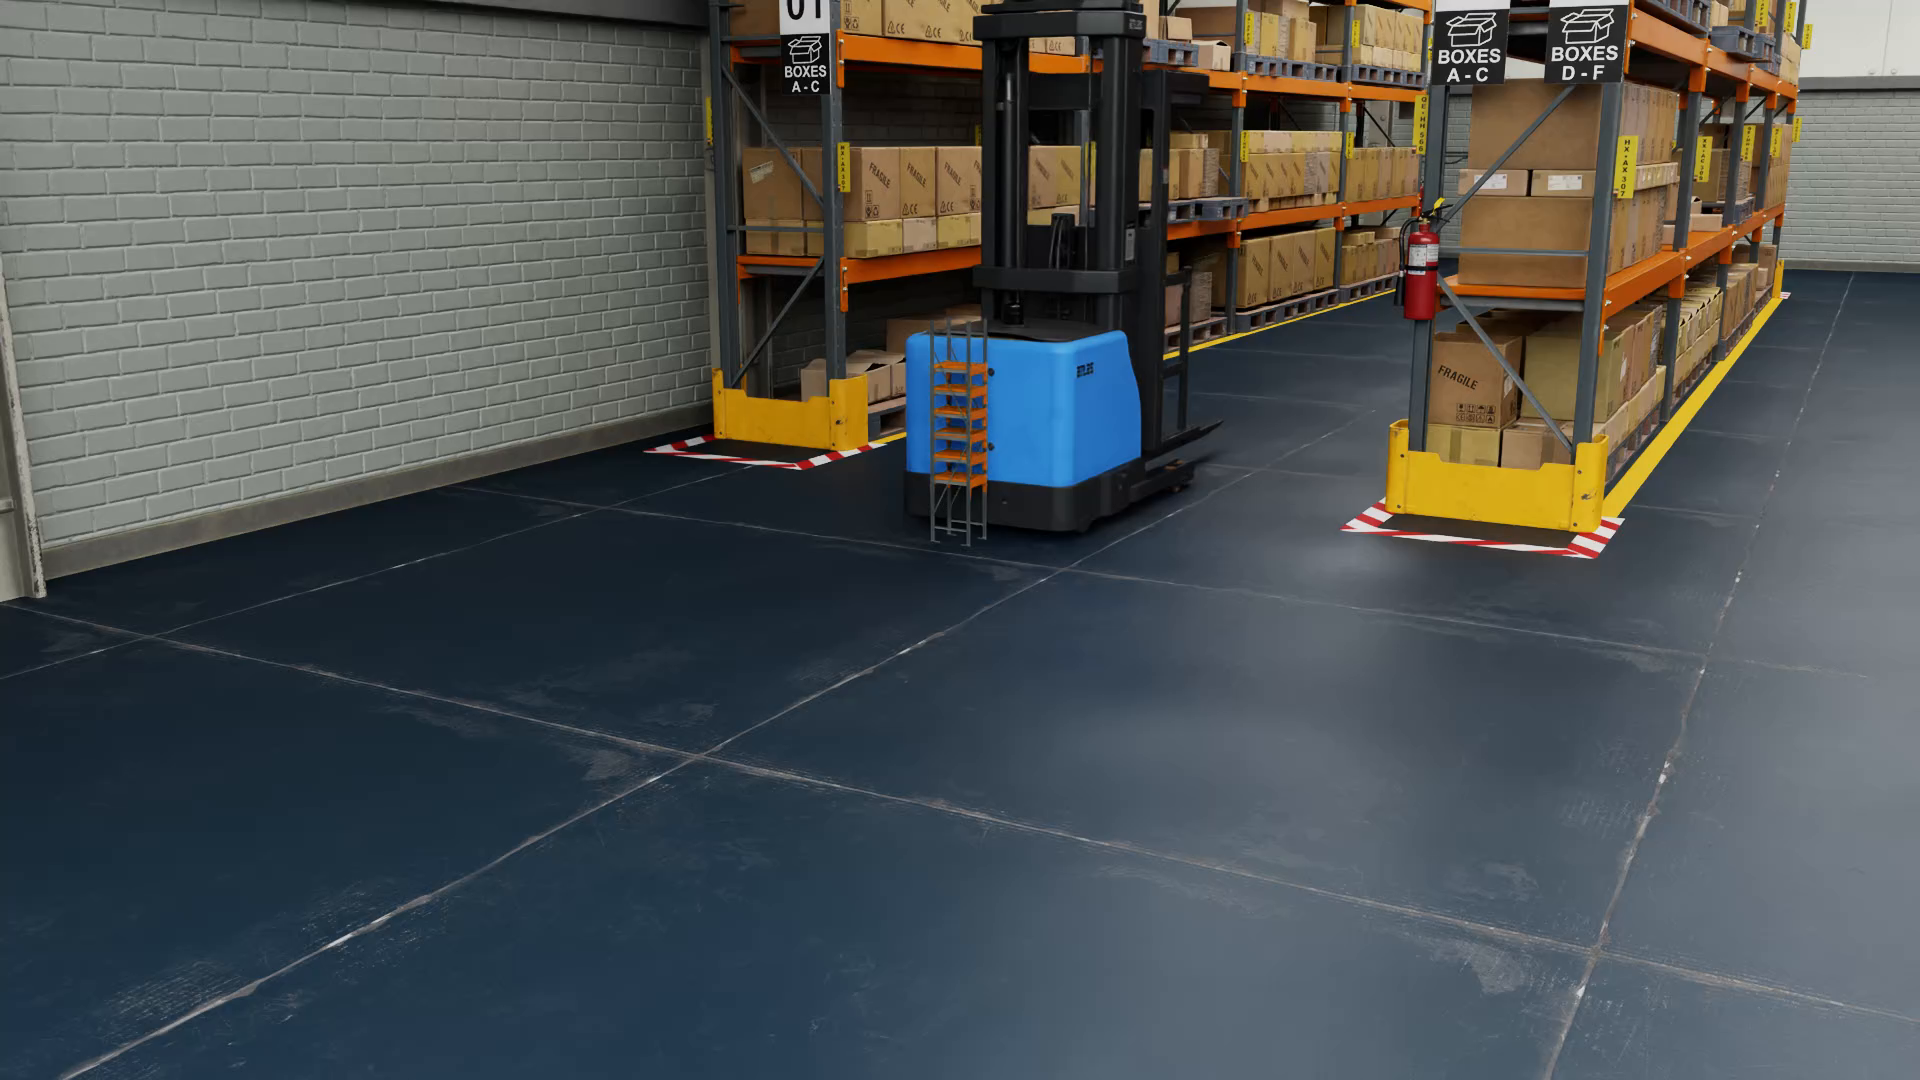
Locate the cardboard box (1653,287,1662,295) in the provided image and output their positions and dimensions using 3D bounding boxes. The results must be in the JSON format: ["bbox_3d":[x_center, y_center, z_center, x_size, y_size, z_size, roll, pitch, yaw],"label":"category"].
[{"bbox_3d":[6.432,-2.306,15.973,0.500,0.311,0.500,8,16,30],"label":"cardboard box"}]

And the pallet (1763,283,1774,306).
[{"bbox_3d":[10.389,-3.347,22.465,1.003,0.211,1.213,7,15,28],"label":"pallet"}]

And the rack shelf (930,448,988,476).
[{"bbox_3d":[-0.007,-0.420,8.919,0.258,0.103,0.180,7,15,28],"label":"rack shelf"}]

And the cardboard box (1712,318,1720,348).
[{"bbox_3d":[6.902,-1.972,15.785,0.500,0.250,0.500,8,16,29],"label":"cardboard box"}]

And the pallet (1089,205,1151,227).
[{"bbox_3d":[1.168,-3.027,15.599,1.003,0.211,1.213,7,15,28],"label":"pallet"}]

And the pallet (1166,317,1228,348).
[{"bbox_3d":[2.225,-2.285,18.061,1.003,0.211,1.213,7,15,28],"label":"pallet"}]

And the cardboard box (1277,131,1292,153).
[{"bbox_3d":[3.547,-4.646,19.412,0.500,0.250,0.500,7,15,28],"label":"cardboard box"}]

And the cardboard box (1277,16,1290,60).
[{"bbox_3d":[3.506,-5.957,19.790,0.700,0.500,0.500,7,15,28],"label":"cardboard box"}]

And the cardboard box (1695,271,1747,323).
[{"bbox_3d":[8.156,-2.618,17.888,0.500,0.500,0.500,7,15,26],"label":"cardboard box"}]

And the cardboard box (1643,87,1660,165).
[{"bbox_3d":[4.314,-2.801,11.269,0.700,0.500,0.500,7,15,28],"label":"cardboard box"}]

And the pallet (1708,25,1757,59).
[{"bbox_3d":[6.155,-4.228,14.172,1.003,0.211,1.213,8,16,31],"label":"pallet"}]

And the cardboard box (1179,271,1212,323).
[{"bbox_3d":[2.302,-2.646,18.003,0.700,0.500,0.500,8,16,29],"label":"cardboard box"}]

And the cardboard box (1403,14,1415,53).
[{"bbox_3d":[6.105,-7.162,23.552,0.500,0.500,0.500,8,16,30],"label":"cardboard box"}]

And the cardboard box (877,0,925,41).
[{"bbox_3d":[-0.591,-3.822,11.832,0.500,0.500,0.500,9,16,32],"label":"cardboard box"}]

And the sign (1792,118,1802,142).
[{"bbox_3d":[11.286,-5.531,22.431,0.100,0.325,0.005,7,15,28],"label":"sign"}]

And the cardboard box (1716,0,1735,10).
[{"bbox_3d":[7.159,-5.322,15.962,0.500,0.500,0.500,7,15,28],"label":"cardboard box"}]

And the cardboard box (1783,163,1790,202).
[{"bbox_3d":[10.832,-4.807,22.361,0.500,0.500,0.500,8,16,30],"label":"cardboard box"}]

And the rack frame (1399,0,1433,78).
[{"bbox_3d":[6.472,-8.359,24.504,1.000,3.000,0.127,7,15,28],"label":"rack frame"}]

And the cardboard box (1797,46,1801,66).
[{"bbox_3d":[10.785,-6.376,21.932,0.500,0.250,0.500,7,15,28],"label":"cardboard box"}]

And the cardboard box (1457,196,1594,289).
[{"bbox_3d":[3.312,-1.742,9.645,0.700,0.500,0.500,7,15,28],"label":"cardboard box"}]

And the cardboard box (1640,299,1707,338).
[{"bbox_3d":[6.169,-1.932,14.421,0.500,0.311,0.500,8,16,30],"label":"cardboard box"}]

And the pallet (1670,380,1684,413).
[{"bbox_3d":[5.331,-1.220,13.642,1.003,0.211,1.213,7,15,28],"label":"pallet"}]

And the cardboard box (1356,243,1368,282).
[{"bbox_3d":[5.235,-3.855,23.061,0.700,0.500,0.500,7,15,27],"label":"cardboard box"}]

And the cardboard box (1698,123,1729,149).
[{"bbox_3d":[8.894,-4.729,19.901,0.500,0.500,0.500,7,15,28],"label":"cardboard box"}]

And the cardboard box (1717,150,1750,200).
[{"bbox_3d":[7.758,-3.801,17.290,0.700,0.500,0.500,11,17,38],"label":"cardboard box"}]

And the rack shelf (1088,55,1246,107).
[{"bbox_3d":[1.638,-4.499,16.429,1.077,0.370,4.000,7,15,28],"label":"rack shelf"}]

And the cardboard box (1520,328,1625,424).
[{"bbox_3d":[3.769,-1.019,10.229,0.500,0.500,0.500,7,15,28],"label":"cardboard box"}]

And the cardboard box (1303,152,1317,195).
[{"bbox_3d":[4.047,-4.493,20.380,0.500,0.500,0.500,7,15,28],"label":"cardboard box"}]

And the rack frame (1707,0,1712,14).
[{"bbox_3d":[5.009,-5.336,11.967,1.000,3.000,0.127,7,15,28],"label":"rack frame"}]

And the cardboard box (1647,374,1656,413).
[{"bbox_3d":[4.726,-1.066,12.025,0.500,0.250,0.500,7,15,28],"label":"cardboard box"}]

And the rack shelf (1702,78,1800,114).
[{"bbox_3d":[9.843,-5.580,20.913,1.077,0.370,4.000,7,15,28],"label":"rack shelf"}]

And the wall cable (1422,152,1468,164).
[{"bbox_3d":[9.519,-7.969,29.513,3.097,2.526,0.112,7,15,28],"label":"wall cable"}]

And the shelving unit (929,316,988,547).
[{"bbox_3d":[-0.007,-0.580,8.881,0.258,1.200,0.189,7,15,28],"label":"shelving unit"}]

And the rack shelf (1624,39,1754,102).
[{"bbox_3d":[5.976,-3.938,14.105,1.077,0.370,4.000,7,15,28],"label":"rack shelf"}]

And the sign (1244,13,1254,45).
[{"bbox_3d":[3.079,-5.448,17.730,0.100,0.325,0.005,7,15,28],"label":"sign"}]

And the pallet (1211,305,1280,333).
[{"bbox_3d":[3.052,-2.598,19.361,1.003,0.211,1.213,7,15,28],"label":"pallet"}]

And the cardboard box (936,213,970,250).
[{"bbox_3d":[-0.259,-2.372,12.751,0.500,0.250,0.500,7,15,27],"label":"cardboard box"}]

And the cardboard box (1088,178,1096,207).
[{"bbox_3d":[0.947,-3.343,15.348,0.700,0.500,0.500,7,15,28],"label":"cardboard box"}]

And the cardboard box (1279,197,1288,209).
[{"bbox_3d":[3.698,-4.046,19.908,0.380,0.149,0.250,7,15,28],"label":"cardboard box"}]

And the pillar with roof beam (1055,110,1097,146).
[{"bbox_3d":[4.987,-6.061,14.973,9.100,9.000,0.400,7,15,28],"label":"pillar with roof beam"}]

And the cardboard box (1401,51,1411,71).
[{"bbox_3d":[6.100,-6.793,23.620,0.500,0.250,0.500,7,15,26],"label":"cardboard box"}]

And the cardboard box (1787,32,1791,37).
[{"bbox_3d":[10.576,-6.767,21.957,0.700,0.500,0.500,7,15,28],"label":"cardboard box"}]

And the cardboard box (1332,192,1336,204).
[{"bbox_3d":[4.623,-4.408,21.409,0.380,0.149,0.250,8,15,29],"label":"cardboard box"}]

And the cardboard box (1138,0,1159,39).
[{"bbox_3d":[1.601,-5.047,16.059,0.500,0.500,0.500,7,15,26],"label":"cardboard box"}]

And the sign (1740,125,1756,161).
[{"bbox_3d":[7.430,-3.741,15.680,0.100,0.325,0.005,7,15,28],"label":"sign"}]

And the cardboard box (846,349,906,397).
[{"bbox_3d":[-0.574,-1.315,12.886,0.500,0.311,0.500,9,16,33],"label":"cardboard box"}]

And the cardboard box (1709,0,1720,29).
[{"bbox_3d":[6.249,-4.505,14.342,0.500,0.250,0.500,7,15,27],"label":"cardboard box"}]

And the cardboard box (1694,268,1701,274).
[{"bbox_3d":[7.933,-2.776,18.541,0.500,0.500,0.500,8,15,29],"label":"cardboard box"}]

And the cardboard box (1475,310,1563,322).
[{"bbox_3d":[3.788,-1.284,11.330,0.500,0.500,0.500,7,15,28],"label":"cardboard box"}]

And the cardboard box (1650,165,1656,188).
[{"bbox_3d":[4.450,-2.443,11.170,0.380,0.149,0.250,8,16,30],"label":"cardboard box"}]

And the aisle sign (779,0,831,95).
[{"bbox_3d":[-1.035,-3.374,11.084,0.394,0.787,0.004,7,15,28],"label":"aisle sign"}]

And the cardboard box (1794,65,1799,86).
[{"bbox_3d":[10.793,-6.132,21.987,0.500,0.250,0.500,7,15,28],"label":"cardboard box"}]

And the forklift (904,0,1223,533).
[{"bbox_3d":[0.820,-1.762,10.089,1.130,2.935,3.031,7,15,27],"label":"forklift"}]

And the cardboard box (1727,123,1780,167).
[{"bbox_3d":[9.351,-4.660,19.618,0.500,0.500,0.500,8,16,29],"label":"cardboard box"}]
